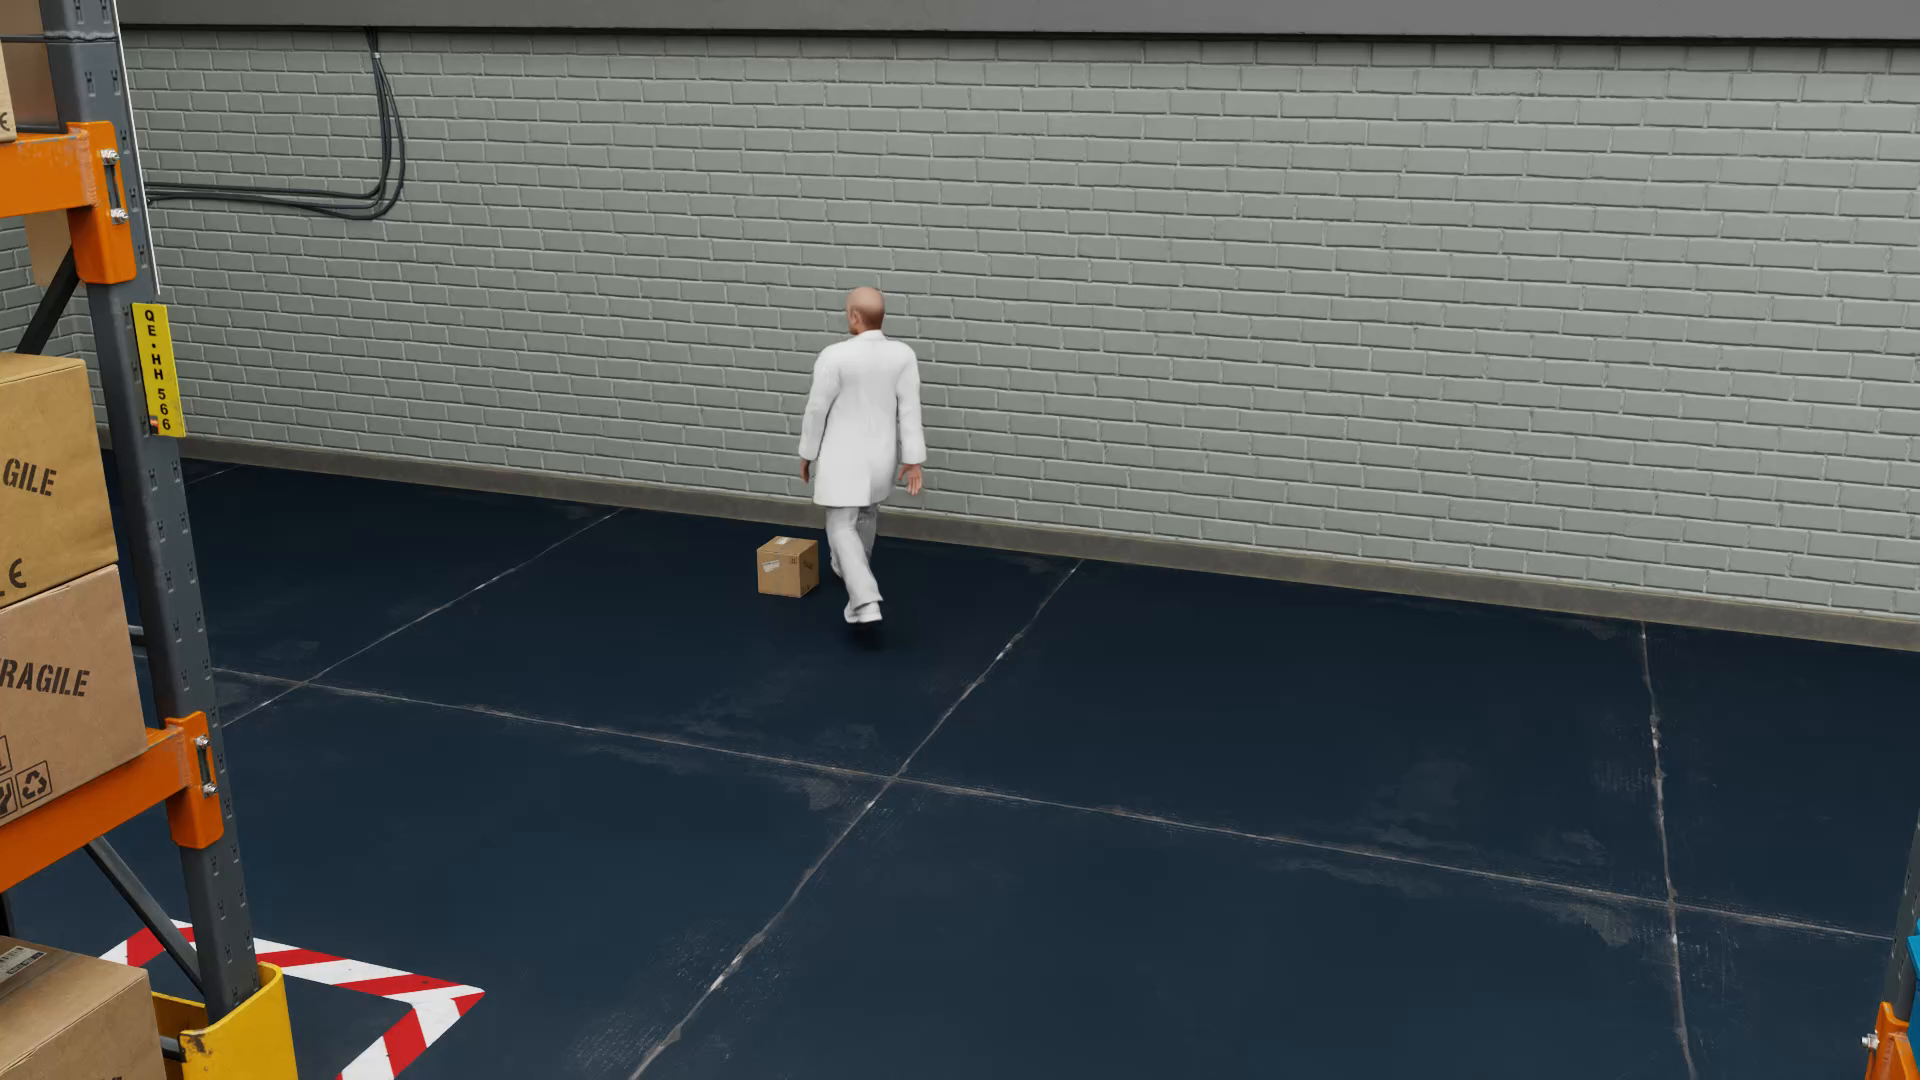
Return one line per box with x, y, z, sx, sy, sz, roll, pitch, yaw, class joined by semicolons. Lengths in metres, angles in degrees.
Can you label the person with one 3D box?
-0.537;-0.456;8.524;0.613;1.720;1.120;-9;21;-26;person
